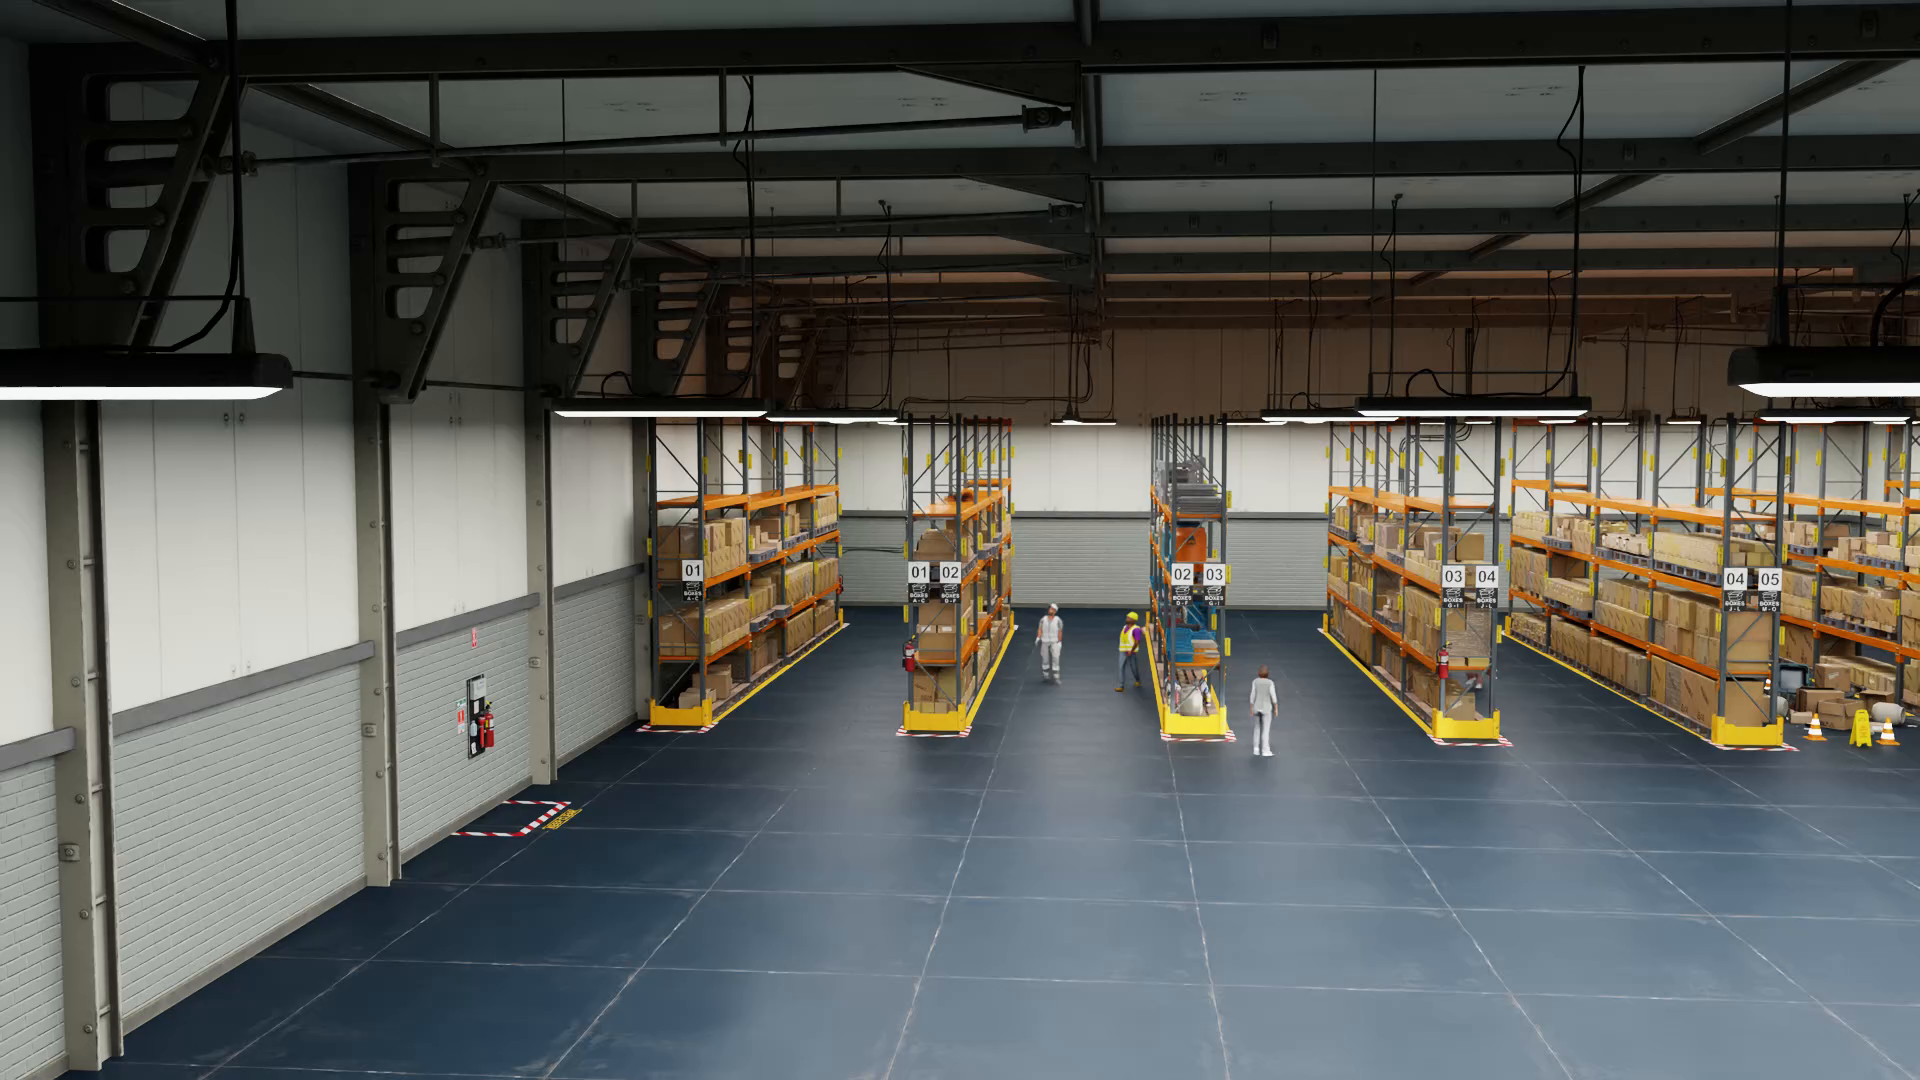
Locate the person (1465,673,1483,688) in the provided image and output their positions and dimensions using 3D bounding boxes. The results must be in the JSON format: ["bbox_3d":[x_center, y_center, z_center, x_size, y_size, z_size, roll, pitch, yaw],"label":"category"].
[{"bbox_3d":[11.349,2.412,36.688,0.404,1.667,0.618,-2,4,-25],"label":"person"}]

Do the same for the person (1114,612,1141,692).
[{"bbox_3d":[3.703,2.439,36.222,0.508,1.719,1.043,2,4,22],"label":"person"}]

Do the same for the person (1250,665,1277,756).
[{"bbox_3d":[5.300,2.988,29.011,0.442,1.608,0.364,3,5,38],"label":"person"}]

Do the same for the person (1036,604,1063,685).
[{"bbox_3d":[2.003,2.318,37.291,0.637,1.743,0.898,0,4,-3],"label":"person"}]
